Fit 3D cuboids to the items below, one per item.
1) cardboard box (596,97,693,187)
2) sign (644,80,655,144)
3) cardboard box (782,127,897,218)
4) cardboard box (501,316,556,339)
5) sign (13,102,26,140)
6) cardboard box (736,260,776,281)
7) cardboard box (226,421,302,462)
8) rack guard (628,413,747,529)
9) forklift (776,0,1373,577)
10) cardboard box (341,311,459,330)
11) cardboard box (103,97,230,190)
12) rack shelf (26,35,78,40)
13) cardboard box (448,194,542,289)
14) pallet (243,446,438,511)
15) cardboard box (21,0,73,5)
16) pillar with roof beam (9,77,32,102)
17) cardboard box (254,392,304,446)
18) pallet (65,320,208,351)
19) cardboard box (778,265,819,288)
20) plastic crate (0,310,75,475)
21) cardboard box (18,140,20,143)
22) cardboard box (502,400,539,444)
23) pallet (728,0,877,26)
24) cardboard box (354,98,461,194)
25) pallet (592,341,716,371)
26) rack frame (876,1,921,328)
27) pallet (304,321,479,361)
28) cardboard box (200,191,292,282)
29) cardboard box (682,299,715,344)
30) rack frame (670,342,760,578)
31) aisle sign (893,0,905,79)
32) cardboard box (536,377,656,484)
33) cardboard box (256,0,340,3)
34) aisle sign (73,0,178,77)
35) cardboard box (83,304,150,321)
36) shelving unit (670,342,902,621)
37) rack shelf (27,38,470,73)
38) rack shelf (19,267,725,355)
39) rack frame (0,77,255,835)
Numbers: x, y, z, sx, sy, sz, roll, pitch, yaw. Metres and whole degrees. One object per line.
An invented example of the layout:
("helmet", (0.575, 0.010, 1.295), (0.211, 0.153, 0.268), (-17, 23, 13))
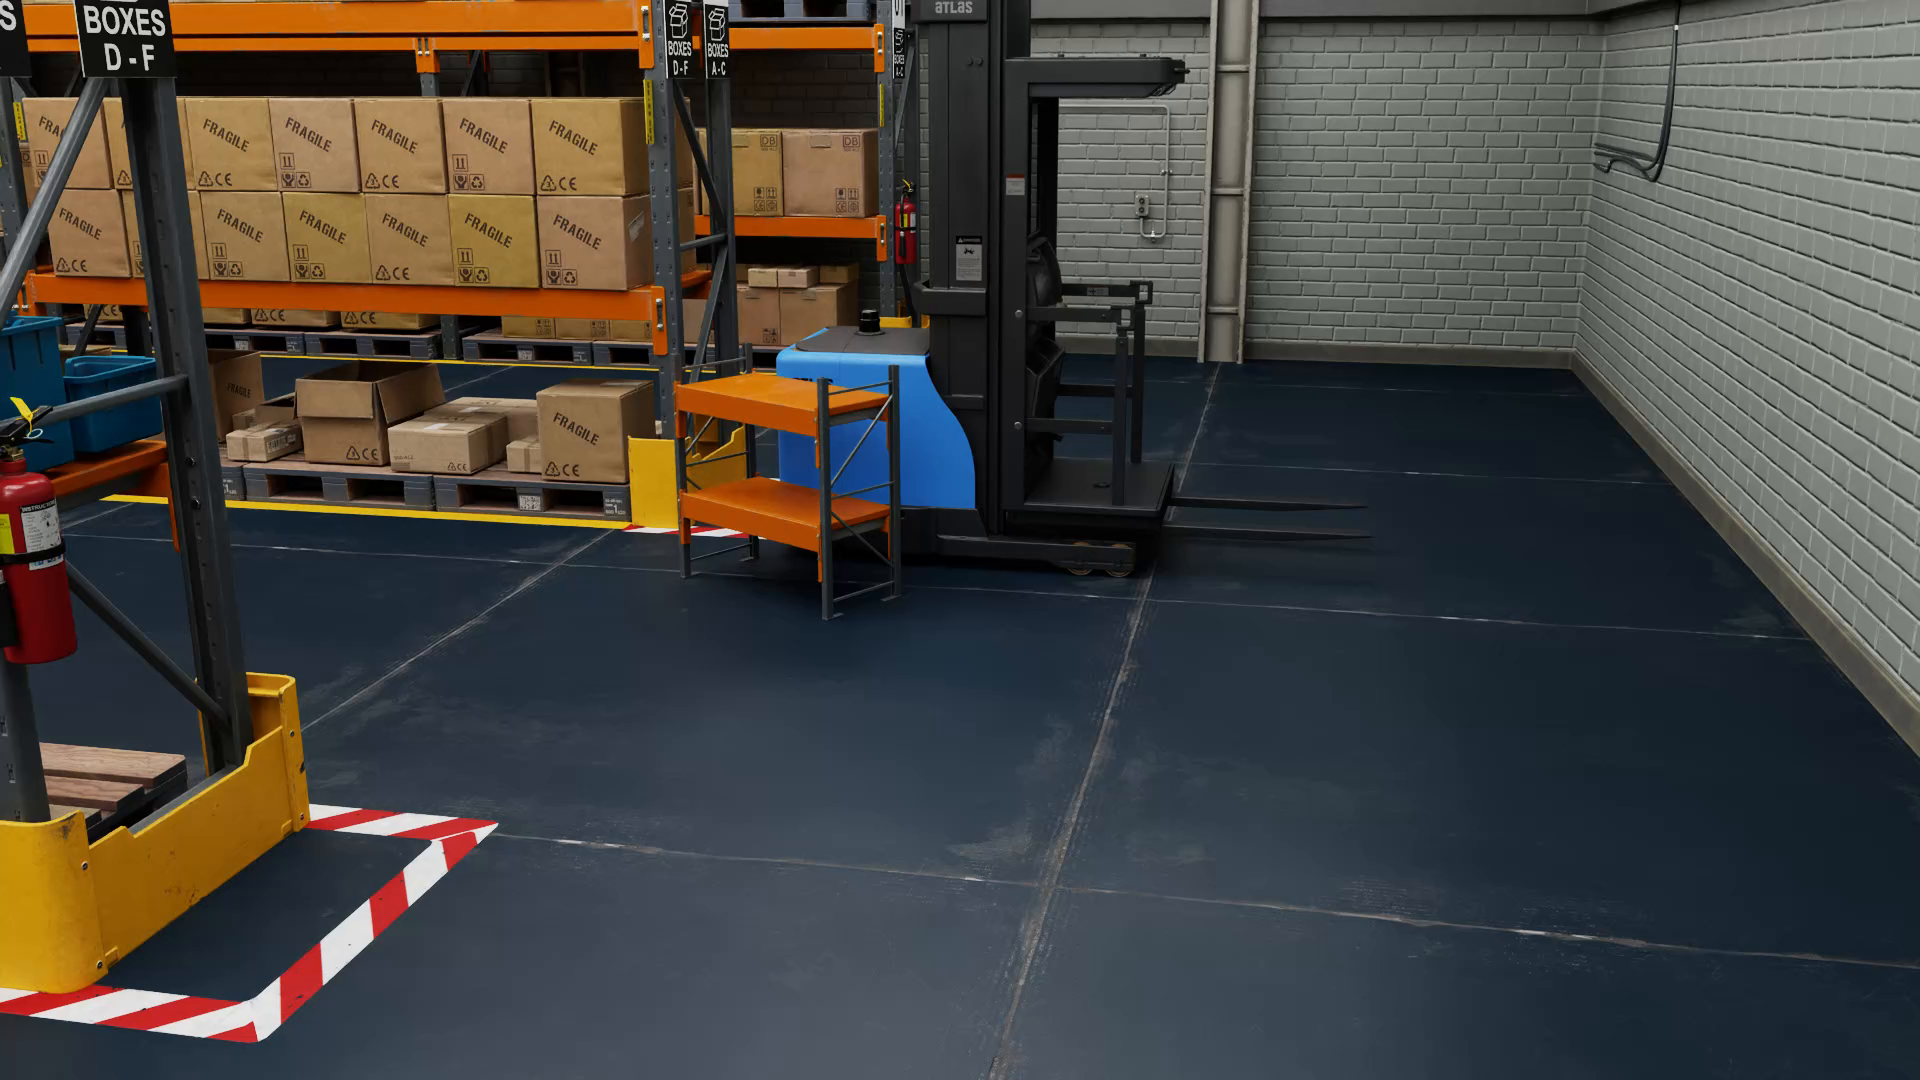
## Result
("cardboard box", (-1.870, -2.284, 9.559), (0.500, 0.500, 0.500), (4, 16, 13))
("sign", (-1.618, -2.228, 8.654), (0.005, 0.325, 0.100), (3, 16, 11))
("cardboard box", (-1.006, -3.127, 14.099), (0.700, 0.700, 0.980), (4, 16, 14))
("cardboard box", (-3.711, -2.102, 14.855), (0.500, 0.500, 0.700), (3, 16, 12))
("sign", (-8.442, -3.761, 14.928), (0.005, 0.325, 0.100), (3, 16, 11))
("cardboard box", (-1.789, -2.365, 14.591), (0.250, 0.149, 0.380), (3, 16, 12))
("cardboard box", (-4.189, -0.599, 10.017), (0.250, 0.166, 0.380), (3, 16, 11))
("rack guard", (-1.562, -0.461, 9.719), (0.348, 0.500, 1.175), (3, 16, 11))
("forklift", (0.618, -1.380, 8.485), (3.031, 2.935, 1.130), (3, 16, 11))
("cardboard box", (-5.087, -2.337, 15.051), (0.750, 0.750, 0.750), (3, 16, 12))
("cardboard box", (-4.496, -2.278, 9.538), (0.500, 0.500, 0.500), (3, 16, 9))
("rack shelf", (-7.367, -3.080, 10.219), (4.000, 0.370, 1.077), (3, 16, 11))
("cardboard box", (-2.490, -1.689, 9.283), (0.500, 0.500, 0.500), (3, 16, 12))
("pallet", (-3.535, -0.429, 10.147), (1.213, 0.211, 1.003), (3, 16, 11))
("cardboard box", (-4.980, -3.157, 9.432), (0.500, 0.250, 0.500), (3, 16, 11))
("pillar with roof beam", (-10.303, -5.444, 11.787), (0.400, 9.000, 9.100), (3, 16, 11))
("cardboard box", (-4.057, -0.795, 10.454), (0.500, 0.311, 0.500), (3, 16, 11))
("pallet", (-7.586, -1.978, 15.736), (1.213, 0.211, 1.003), (3, 16, 11))
("cardboard box", (-1.372, -2.238, 14.134), (0.250, 0.149, 0.380), (3, 16, 10))
("plastic crate", (-2.844, -0.381, 4.569), (0.499, 0.435, 0.616), (3, 16, 11))
("cardboard box", (-8.806, -3.666, 15.595), (0.500, 0.500, 0.700), (1, 16, 5))
("cardboard box", (-2.454, -0.678, 10.148), (0.500, 0.250, 0.500), (3, 16, 11))
("pallet", (-1.233, -4.397, 13.794), (1.213, 0.211, 1.003), (3, 16, 11))
("cardboard box", (-2.983, -2.196, 9.242), (0.500, 0.500, 0.500), (4, 16, 13))
("pallet", (-2.495, -1.701, 14.738), (1.213, 0.211, 1.003), (3, 16, 11))
("rack frame", (-0.504, -2.958, 14.050), (0.127, 3.000, 1.000), (3, 16, 11))
("pallet", (-5.195, -1.848, 15.267), (1.213, 0.211, 1.003), (3, 16, 11))
("cardboard box", (-3.970, -1.770, 9.577), (0.500, 0.500, 0.500), (3, 16, 11))
("cardboard box", (-2.193, -2.020, 14.560), (0.500, 0.500, 0.700), (3, 16, 9))
("rack frame", (-1.221, -0.403, 8.339), (0.032, 1.125, 0.500), (13, 20, 40))
("aisle sign", (-0.493, -4.128, 13.406), (0.004, 0.787, 0.394), (3, 16, 11))
("cardboard box", (-2.069, -0.633, 9.518), (0.500, 0.500, 0.500), (3, 16, 11))
("cardboard box", (-3.511, -3.077, 9.142), (0.500, 0.250, 0.500), (3, 16, 11))
("aisle sign", (-2.349, -1.693, 4.614), (0.004, 0.787, 0.394), (3, 16, 11))
("cardboard box", (-7.649, -2.476, 15.552), (0.750, 0.750, 0.750), (3, 16, 10))
("shelving unit", (-0.840, -0.313, 8.015), (1.048, 1.125, 0.538), (13, 20, 40))
("rack shelf", (-6.384, -4.376, 14.898), (4.000, 0.370, 1.077), (3, 16, 11))
("rack shelf", (-3.447, -1.421, 9.851), (4.000, 0.370, 1.077), (3, 16, 11))
("rack frame", (-2.478, -0.366, 4.694), (0.127, 3.000, 1.000), (3, 16, 11))
